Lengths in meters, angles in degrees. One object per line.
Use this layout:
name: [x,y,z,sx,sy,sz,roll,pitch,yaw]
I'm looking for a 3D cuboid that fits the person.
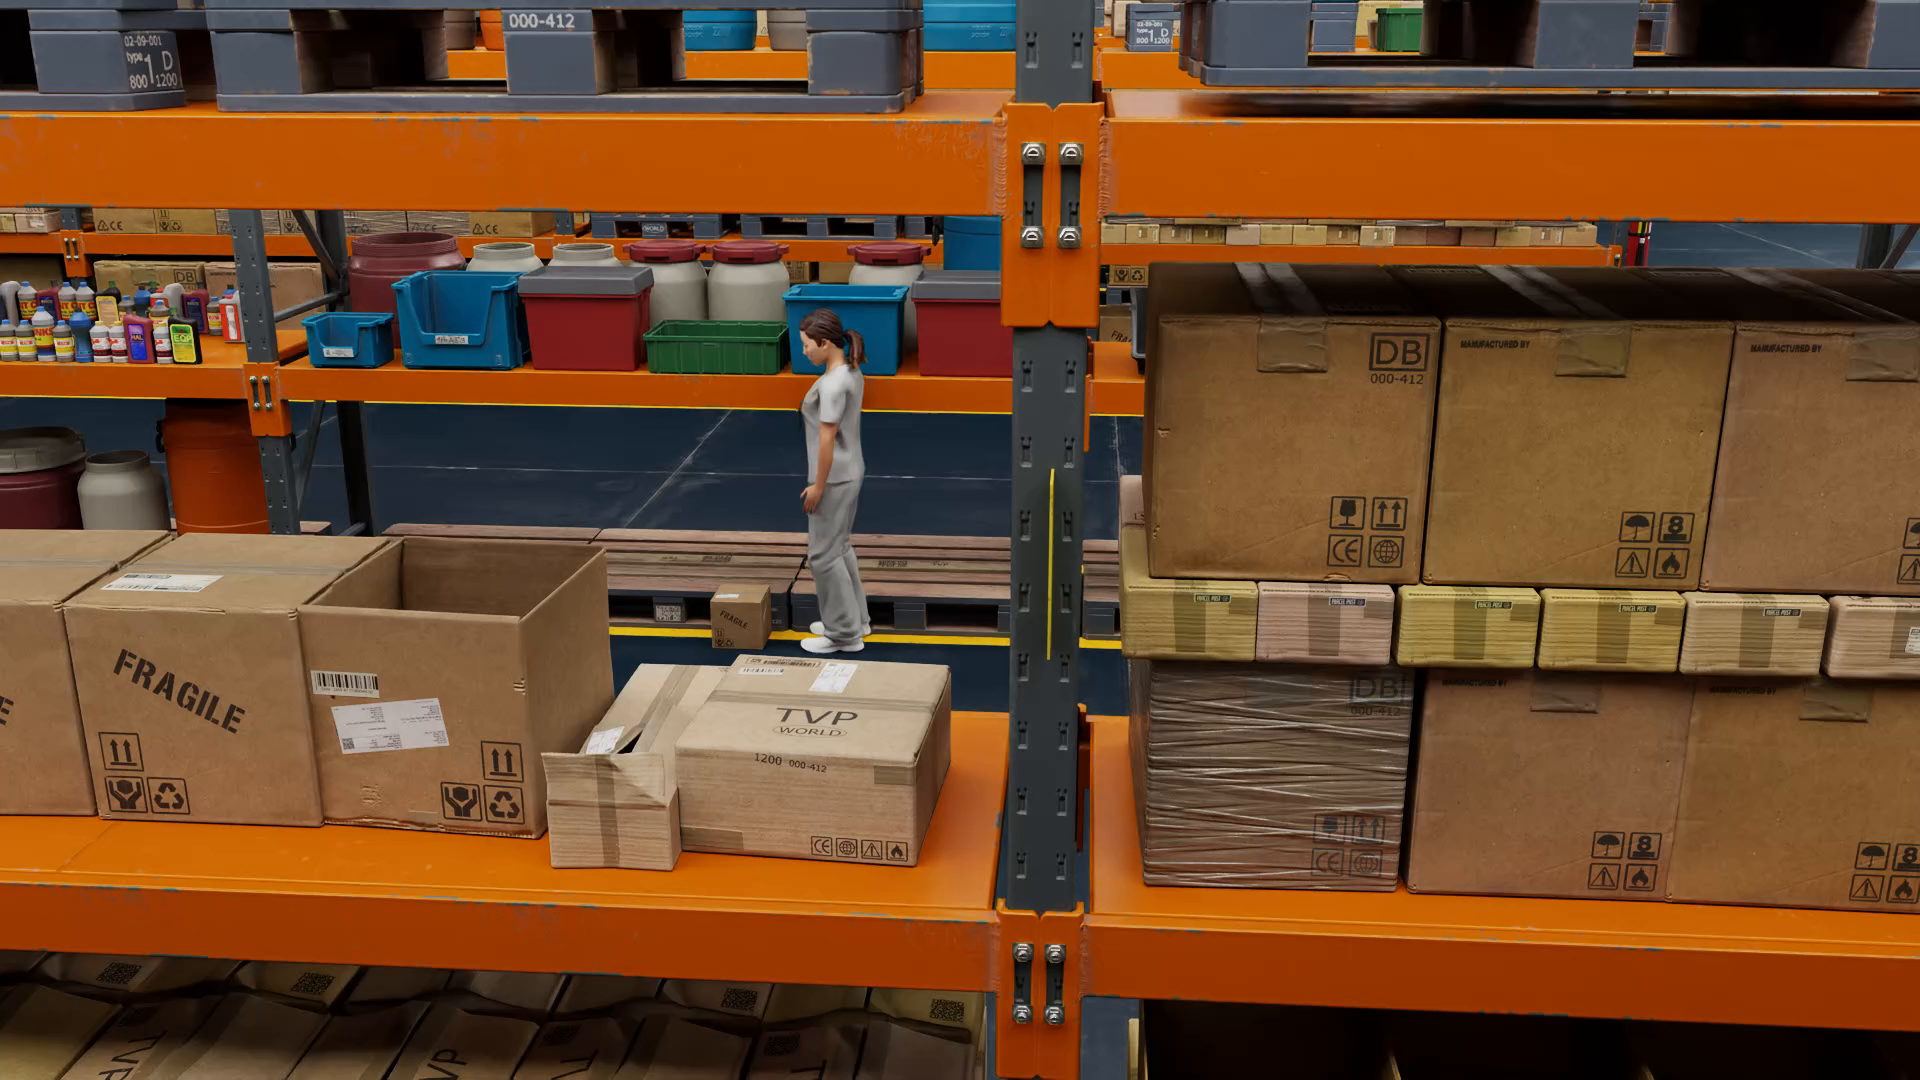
person: [-0.595,-0.278,7.947,0.349,1.669,0.444,2,18,5]
